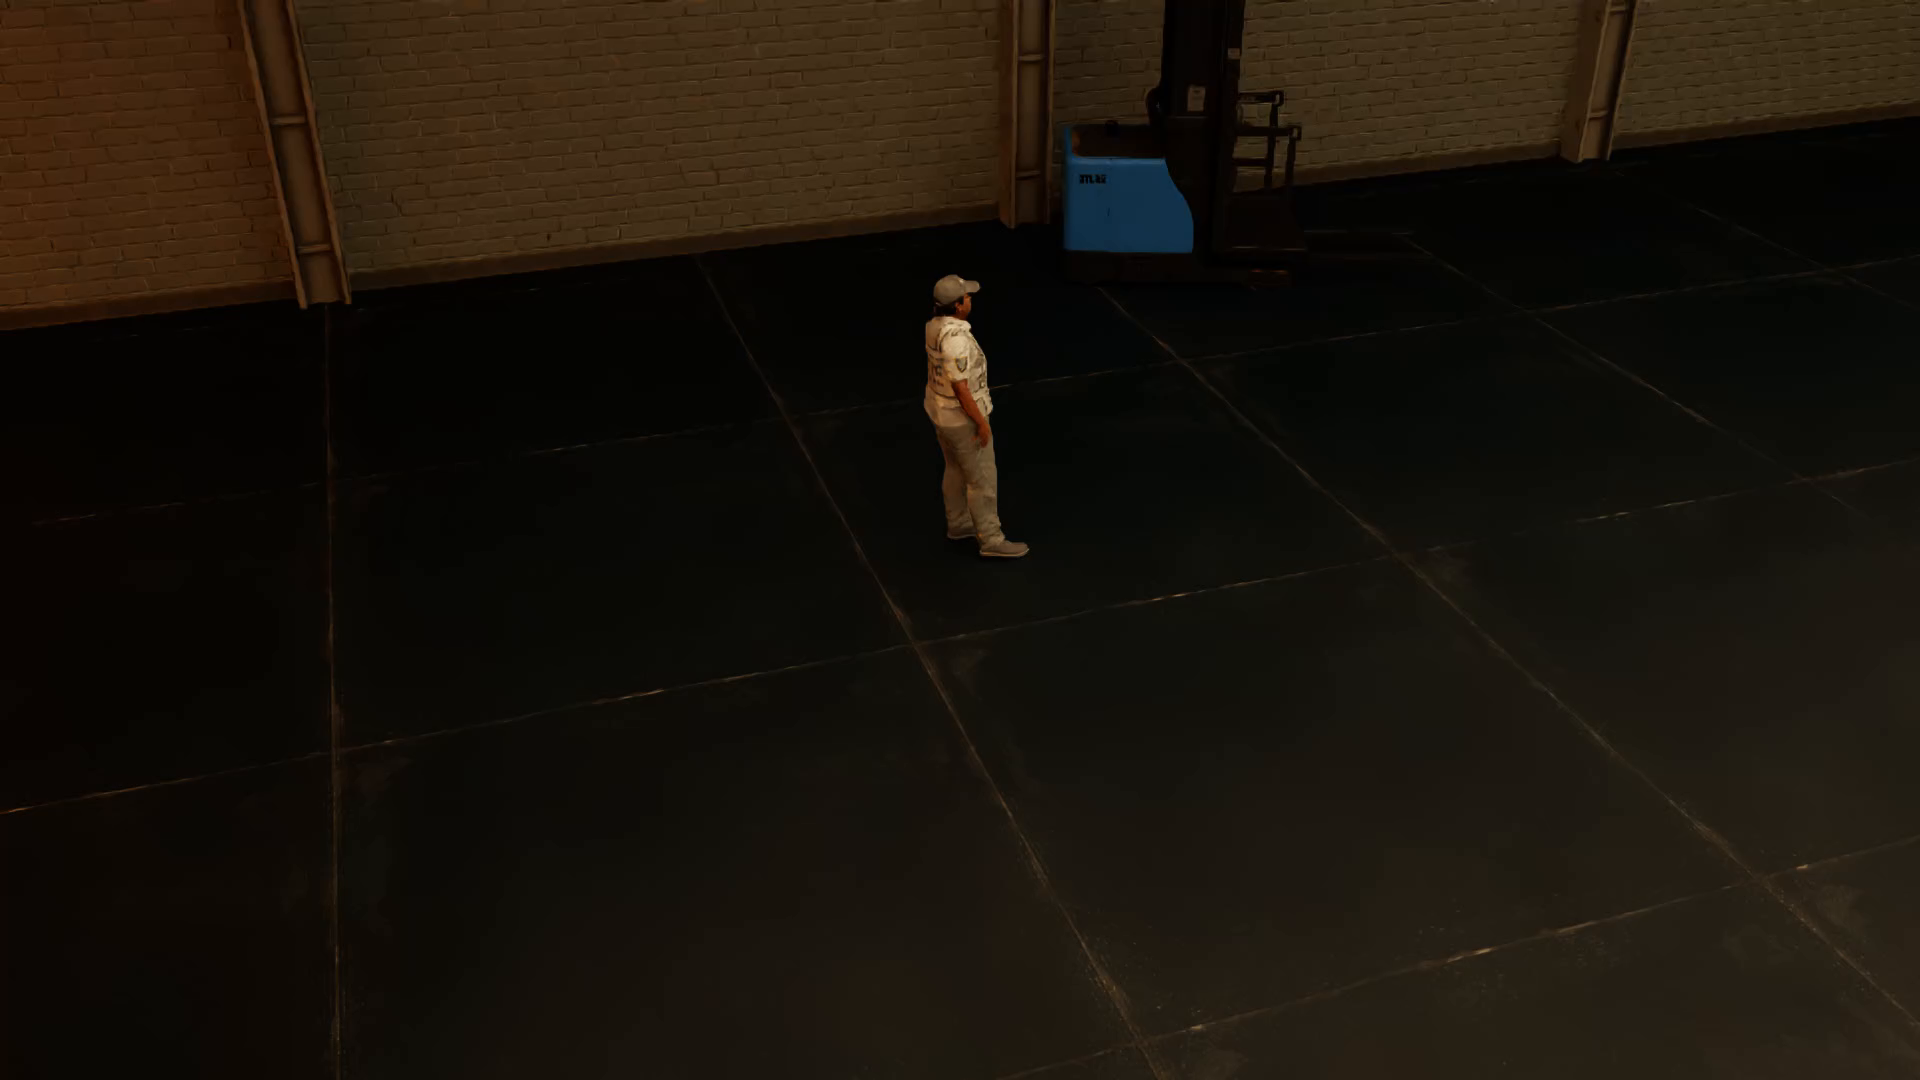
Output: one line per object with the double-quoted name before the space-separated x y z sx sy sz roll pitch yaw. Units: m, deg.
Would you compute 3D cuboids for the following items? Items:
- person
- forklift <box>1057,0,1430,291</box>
"person" 0.080 -0.730 9.609 0.529 1.669 0.598 -10 31 -16
"forklift" 2.345 -3.575 13.300 3.031 2.935 1.130 1 30 1
